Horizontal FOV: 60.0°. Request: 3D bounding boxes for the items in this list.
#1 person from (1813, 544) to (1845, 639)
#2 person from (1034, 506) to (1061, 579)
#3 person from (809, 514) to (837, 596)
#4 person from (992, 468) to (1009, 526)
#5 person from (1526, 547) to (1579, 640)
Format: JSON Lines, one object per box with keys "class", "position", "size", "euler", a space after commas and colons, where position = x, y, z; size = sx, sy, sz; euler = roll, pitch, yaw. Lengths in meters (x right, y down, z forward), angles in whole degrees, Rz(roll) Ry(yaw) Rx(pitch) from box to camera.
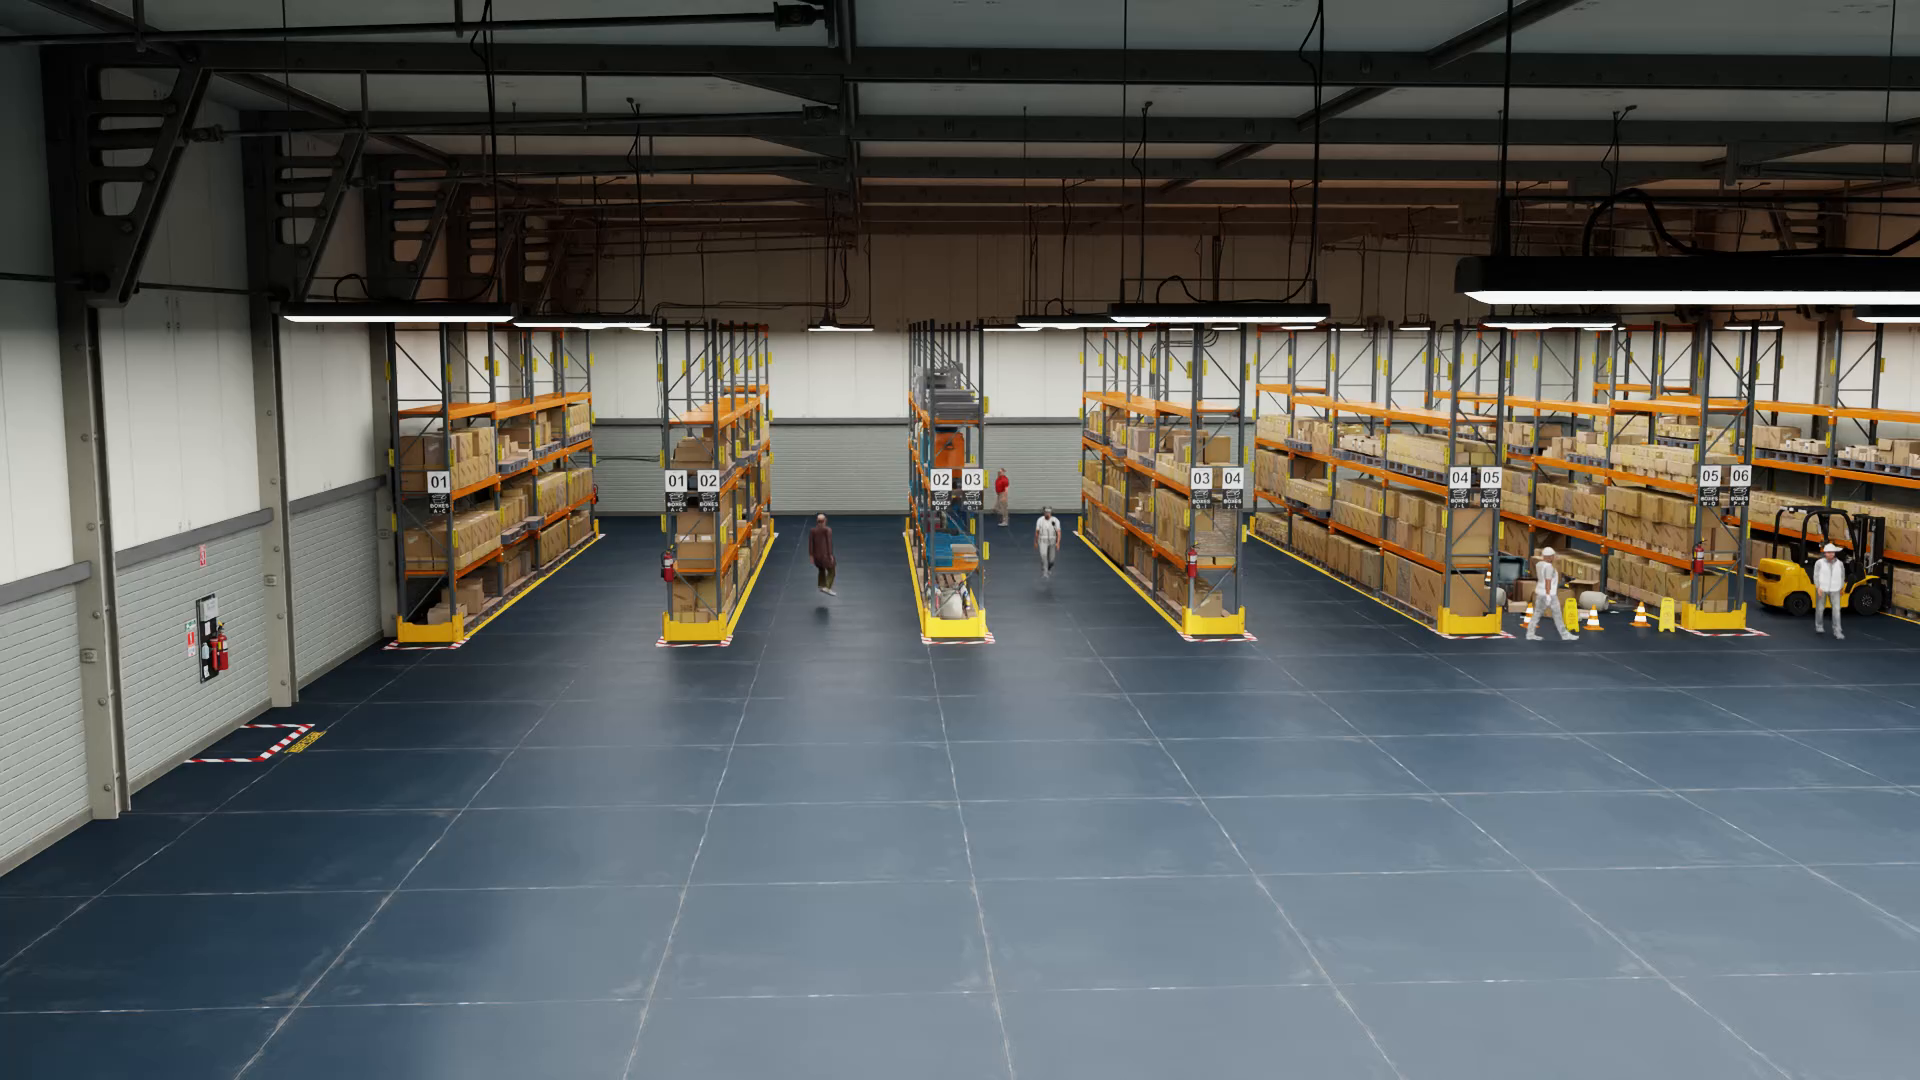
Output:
{"class": "person", "position": [16.514, 0.943, 31.594], "size": [0.566, 1.741, 0.902], "euler": [2, 7, 19]}
{"class": "person", "position": [2.009, 0.021, 37.506], "size": [0.544, 1.603, 1.063], "euler": [-1, 7, -12]}
{"class": "person", "position": [-2.910, 0.446, 35.172], "size": [0.628, 1.480, 0.591], "euler": [1, 7, 10]}
{"class": "person", "position": [1.224, -1.261, 49.707], "size": [0.436, 1.766, 0.555], "euler": [-3, 8, -22]}
{"class": "person", "position": [11.053, 1.001, 31.045], "size": [0.917, 1.745, 0.584], "euler": [-1, 7, -9]}
